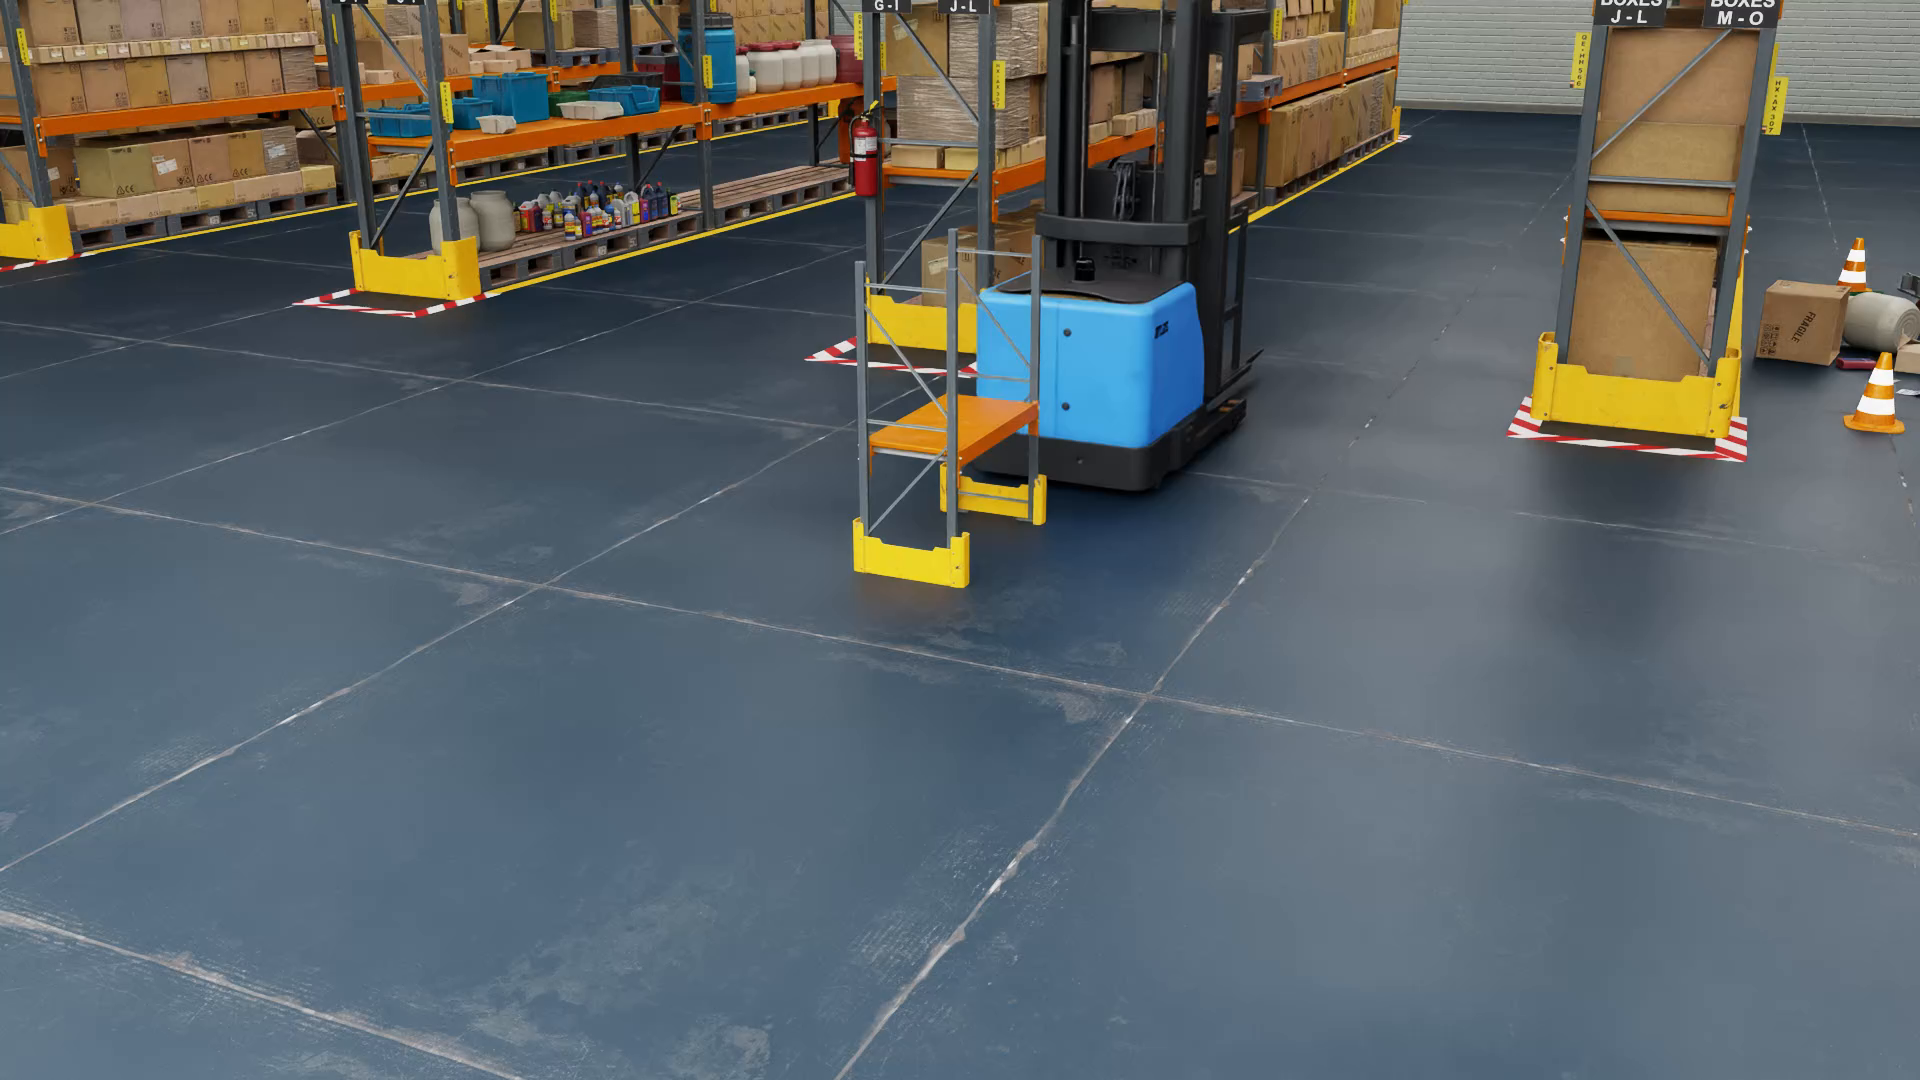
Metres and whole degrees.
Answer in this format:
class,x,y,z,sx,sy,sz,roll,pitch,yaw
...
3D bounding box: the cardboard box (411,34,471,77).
class,x,y,z,sx,sy,sz,roll,pitch,yaw
cardboard box,-6.657,-6.220,21.333,0.500,0.500,0.500,7,21,20

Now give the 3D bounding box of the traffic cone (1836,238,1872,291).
class,x,y,z,sx,sy,sz,roll,pitch,yaw
traffic cone,7.824,-2.401,14.530,0.336,0.463,0.334,9,21,23

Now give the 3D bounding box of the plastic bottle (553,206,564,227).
class,x,y,z,sx,sy,sz,roll,pitch,yaw
plastic bottle,-4.014,-3.236,16.611,0.097,0.201,0.097,0,20,0

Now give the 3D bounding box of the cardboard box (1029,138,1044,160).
class,x,y,z,sx,sy,sz,roll,pitch,yaw
cardboard box,0.429,-3.046,12.931,0.380,0.149,0.250,9,21,23

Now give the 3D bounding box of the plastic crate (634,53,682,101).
class,x,y,z,sx,sy,sz,roll,pitch,yaw
plastic crate,-3.186,-5.005,17.970,0.402,0.464,0.583,9,21,23

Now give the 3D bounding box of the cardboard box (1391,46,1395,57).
class,x,y,z,sx,sy,sz,roll,pitch,yaw
cardboard box,6.377,-7.421,25.235,0.380,0.149,0.250,9,21,23

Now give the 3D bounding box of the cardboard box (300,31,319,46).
class,x,y,z,sx,sy,sz,roll,pitch,yaw
cardboard box,-7.538,-5.706,18.919,0.380,0.149,0.250,9,21,23

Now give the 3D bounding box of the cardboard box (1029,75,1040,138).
class,x,y,z,sx,sy,sz,roll,pitch,yaw
cardboard box,0.121,-3.403,12.968,0.875,0.500,0.500,9,21,23

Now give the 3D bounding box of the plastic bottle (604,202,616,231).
class,x,y,z,sx,sy,sz,roll,pitch,yaw
plastic bottle,-3.452,-3.192,16.384,0.097,0.271,0.097,0,20,0

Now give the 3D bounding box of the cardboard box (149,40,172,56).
class,x,y,z,sx,sy,sz,roll,pitch,yaw
cardboard box,-8.378,-5.080,17.159,0.380,0.149,0.250,8,21,22

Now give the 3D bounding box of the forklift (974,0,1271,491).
class,x,y,z,sx,sy,sz,roll,pitch,yaw
forklift,1.161,-2.100,9.999,1.130,2.935,3.031,9,21,24

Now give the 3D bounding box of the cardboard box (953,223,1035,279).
class,x,y,z,sx,sy,sz,roll,pitch,yaw
cardboard box,0.260,-2.278,13.503,0.500,0.500,0.500,15,25,37

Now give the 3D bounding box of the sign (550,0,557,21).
class,x,y,z,sx,sy,sz,roll,pitch,yaw
sign,-5.477,-7.159,22.393,0.100,0.325,0.005,9,21,23

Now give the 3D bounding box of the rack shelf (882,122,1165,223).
class,x,y,z,sx,sy,sz,roll,pitch,yaw
rack shelf,0.595,-3.155,13.936,1.077,0.370,4.000,9,21,23

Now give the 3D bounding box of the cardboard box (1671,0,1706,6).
class,x,y,z,sx,sy,sz,roll,pitch,yaw
cardboard box,9.119,-6.678,20.685,0.500,0.500,0.500,8,21,21

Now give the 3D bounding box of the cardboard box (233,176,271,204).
class,x,y,z,sx,sy,sz,roll,pitch,yaw
cardboard box,-8.018,-3.890,18.406,0.500,0.250,0.500,9,21,23

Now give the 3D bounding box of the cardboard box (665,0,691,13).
class,x,y,z,sx,sy,sz,roll,pitch,yaw
cardboard box,-4.376,-8.619,26.587,0.500,0.500,0.500,9,21,23

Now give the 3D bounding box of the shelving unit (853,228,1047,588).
class,x,y,z,sx,sy,sz,roll,pitch,yaw
shelving unit,-0.031,-0.683,8.152,0.587,1.500,1.083,9,21,23

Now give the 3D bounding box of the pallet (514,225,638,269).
class,x,y,z,sx,sy,sz,roll,pitch,yaw
pallet,-3.916,-2.897,16.300,1.003,0.211,1.213,9,21,23

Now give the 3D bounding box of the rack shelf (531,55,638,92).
class,x,y,z,sx,sy,sz,roll,pitch,yaw
rack shelf,-5.166,-6.961,24.638,1.077,0.370,4.000,9,21,23

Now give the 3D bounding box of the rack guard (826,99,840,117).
class,x,y,z,sx,sy,sz,roll,pitch,yaw
rack guard,-2.740,-7.933,30.029,1.175,0.500,0.348,9,21,23

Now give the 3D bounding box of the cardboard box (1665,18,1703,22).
class,x,y,z,sx,sy,sz,roll,pitch,yaw
cardboard box,4.941,-3.192,11.132,0.875,0.550,0.550,9,21,23

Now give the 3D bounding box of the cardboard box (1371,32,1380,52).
class,x,y,z,sx,sy,sz,roll,pitch,yaw
cardboard box,5.745,-7.188,23.984,0.500,0.250,0.500,9,21,23

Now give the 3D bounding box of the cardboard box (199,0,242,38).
class,x,y,z,sx,sy,sz,roll,pitch,yaw
cardboard box,-8.210,-5.680,17.877,0.700,0.500,0.500,9,21,23

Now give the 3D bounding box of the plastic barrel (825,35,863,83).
class,x,y,z,sx,sy,sz,roll,pitch,yaw
plastic barrel,-1.381,-5.888,20.346,0.600,0.536,0.708,9,21,23

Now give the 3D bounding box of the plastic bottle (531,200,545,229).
class,x,y,z,sx,sy,sz,roll,pitch,yaw
plastic bottle,-4.206,-3.223,16.464,0.152,0.276,0.135,8,21,21

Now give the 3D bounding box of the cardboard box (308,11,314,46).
class,x,y,z,sx,sy,sz,roll,pitch,yaw
cardboard box,-10.073,-7.677,24.956,0.500,0.500,0.500,9,22,24

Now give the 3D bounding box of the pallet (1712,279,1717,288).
class,x,y,z,sx,sy,sz,roll,pitch,yaw
pallet,6.144,-2.326,14.694,1.003,0.211,1.213,9,21,23

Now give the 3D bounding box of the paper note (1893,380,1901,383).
class,x,y,z,sx,sy,sz,roll,pitch,yaw
paper note,6.491,-1.103,11.555,0.123,0.001,0.032,-14,24,-33

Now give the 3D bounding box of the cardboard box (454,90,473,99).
class,x,y,z,sx,sy,sz,roll,pitch,yaw
cardboard box,-8.468,-7.824,29.097,0.700,0.500,0.500,9,21,23

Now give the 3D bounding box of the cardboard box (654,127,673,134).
class,x,y,z,sx,sy,sz,roll,pitch,yaw
cardboard box,-4.703,-6.447,25.195,0.500,0.500,0.500,9,21,23

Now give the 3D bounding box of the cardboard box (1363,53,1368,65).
class,x,y,z,sx,sy,sz,roll,pitch,yaw
cardboard box,5.540,-6.797,23.479,0.380,0.149,0.250,8,21,22

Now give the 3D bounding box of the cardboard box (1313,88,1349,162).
class,x,y,z,sx,sy,sz,roll,pitch,yaw
cardboard box,4.446,-5.549,22.139,1.225,0.875,0.875,9,21,23

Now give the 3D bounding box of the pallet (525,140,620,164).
class,x,y,z,sx,sy,sz,roll,pitch,yaw
pallet,-5.644,-5.597,23.893,1.003,0.211,1.213,9,21,23

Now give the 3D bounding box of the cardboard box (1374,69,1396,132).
class,x,y,z,sx,sy,sz,roll,pitch,yaw
cardboard box,6.138,-6.764,25.555,0.875,0.875,0.875,9,21,23

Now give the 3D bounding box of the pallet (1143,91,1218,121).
class,x,y,z,sx,sy,sz,roll,pitch,yaw
pallet,1.859,-4.228,16.168,1.003,0.211,1.213,9,21,23

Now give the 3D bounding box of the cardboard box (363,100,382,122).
class,x,y,z,sx,sy,sz,roll,pitch,yaw
cardboard box,-9.720,-7.026,26.329,0.750,0.750,0.750,8,21,22

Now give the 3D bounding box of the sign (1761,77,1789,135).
class,x,y,z,sx,sy,sz,roll,pitch,yaw
sign,4.763,-2.538,9.719,0.100,0.325,0.005,9,21,23

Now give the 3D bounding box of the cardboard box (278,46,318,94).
class,x,y,z,sx,sy,sz,roll,pitch,yaw
cardboard box,-7.798,-5.376,18.960,0.700,0.500,0.500,8,21,21

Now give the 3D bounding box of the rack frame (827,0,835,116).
class,x,y,z,sx,sy,sz,roll,pitch,yaw
rack frame,-2.709,-9.134,29.675,1.000,3.000,0.127,9,21,23

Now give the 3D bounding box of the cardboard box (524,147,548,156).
class,x,y,z,sx,sy,sz,roll,pitch,yaw
cardboard box,-5.977,-5.396,22.643,0.500,0.250,0.500,9,22,24

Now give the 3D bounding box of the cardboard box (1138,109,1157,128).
class,x,y,z,sx,sy,sz,roll,pitch,yaw
cardboard box,1.594,-3.881,15.279,0.380,0.149,0.250,9,21,23

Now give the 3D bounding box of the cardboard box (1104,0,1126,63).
class,x,y,z,sx,sy,sz,roll,pitch,yaw
cardboard box,1.071,-4.282,13.948,0.500,0.500,0.500,9,21,23

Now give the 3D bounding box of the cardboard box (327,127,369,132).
class,x,y,z,sx,sy,sz,roll,pitch,yaw
cardboard box,-7.511,-4.955,20.565,0.500,0.311,0.500,9,22,24

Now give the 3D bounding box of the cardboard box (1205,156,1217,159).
class,x,y,z,sx,sy,sz,roll,pitch,yaw
cardboard box,2.580,-3.979,18.253,0.700,0.500,0.500,7,21,18

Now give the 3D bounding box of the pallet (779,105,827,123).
class,x,y,z,sx,sy,sz,roll,pitch,yaw
pallet,-3.065,-7.553,29.392,1.003,0.211,1.213,9,21,23

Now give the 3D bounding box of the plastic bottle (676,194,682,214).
class,x,y,z,sx,sy,sz,roll,pitch,yaw
plastic bottle,-2.969,-3.520,17.409,0.097,0.201,0.097,0,20,0

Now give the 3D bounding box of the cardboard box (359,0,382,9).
class,x,y,z,sx,sy,sz,roll,pitch,yaw
cardboard box,-9.460,-8.495,26.137,0.500,0.250,0.500,8,21,22

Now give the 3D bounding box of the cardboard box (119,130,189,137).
class,x,y,z,sx,sy,sz,roll,pitch,yaw
cardboard box,-8.710,-4.163,18.057,0.500,0.500,0.500,9,21,23

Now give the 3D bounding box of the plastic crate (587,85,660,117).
class,x,y,z,sx,sy,sz,roll,pitch,yaw
plastic crate,-3.311,-4.339,16.415,0.499,0.251,0.616,9,21,23

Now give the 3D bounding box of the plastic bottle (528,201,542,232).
class,x,y,z,sx,sy,sz,roll,pitch,yaw
plastic bottle,-4.165,-3.170,16.302,0.061,0.283,0.133,9,21,23

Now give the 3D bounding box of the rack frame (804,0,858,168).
class,x,y,z,sx,sy,sz,roll,pitch,yaw
rack frame,-1.467,-6.007,20.884,1.000,3.000,0.127,9,21,23

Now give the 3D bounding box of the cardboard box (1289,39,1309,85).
class,x,y,z,sx,sy,sz,roll,pitch,yaw
cardboard box,3.915,-5.801,20.155,0.500,0.500,0.500,8,21,22

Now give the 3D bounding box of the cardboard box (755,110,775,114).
class,x,y,z,sx,sy,sz,roll,pitch,yaw
cardboard box,-3.582,-7.517,28.198,0.797,0.503,0.637,9,21,23

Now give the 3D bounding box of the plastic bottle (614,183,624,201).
class,x,y,z,sx,sy,sz,roll,pitch,yaw
plastic bottle,-3.635,-3.669,17.725,0.097,0.271,0.097,0,20,0
